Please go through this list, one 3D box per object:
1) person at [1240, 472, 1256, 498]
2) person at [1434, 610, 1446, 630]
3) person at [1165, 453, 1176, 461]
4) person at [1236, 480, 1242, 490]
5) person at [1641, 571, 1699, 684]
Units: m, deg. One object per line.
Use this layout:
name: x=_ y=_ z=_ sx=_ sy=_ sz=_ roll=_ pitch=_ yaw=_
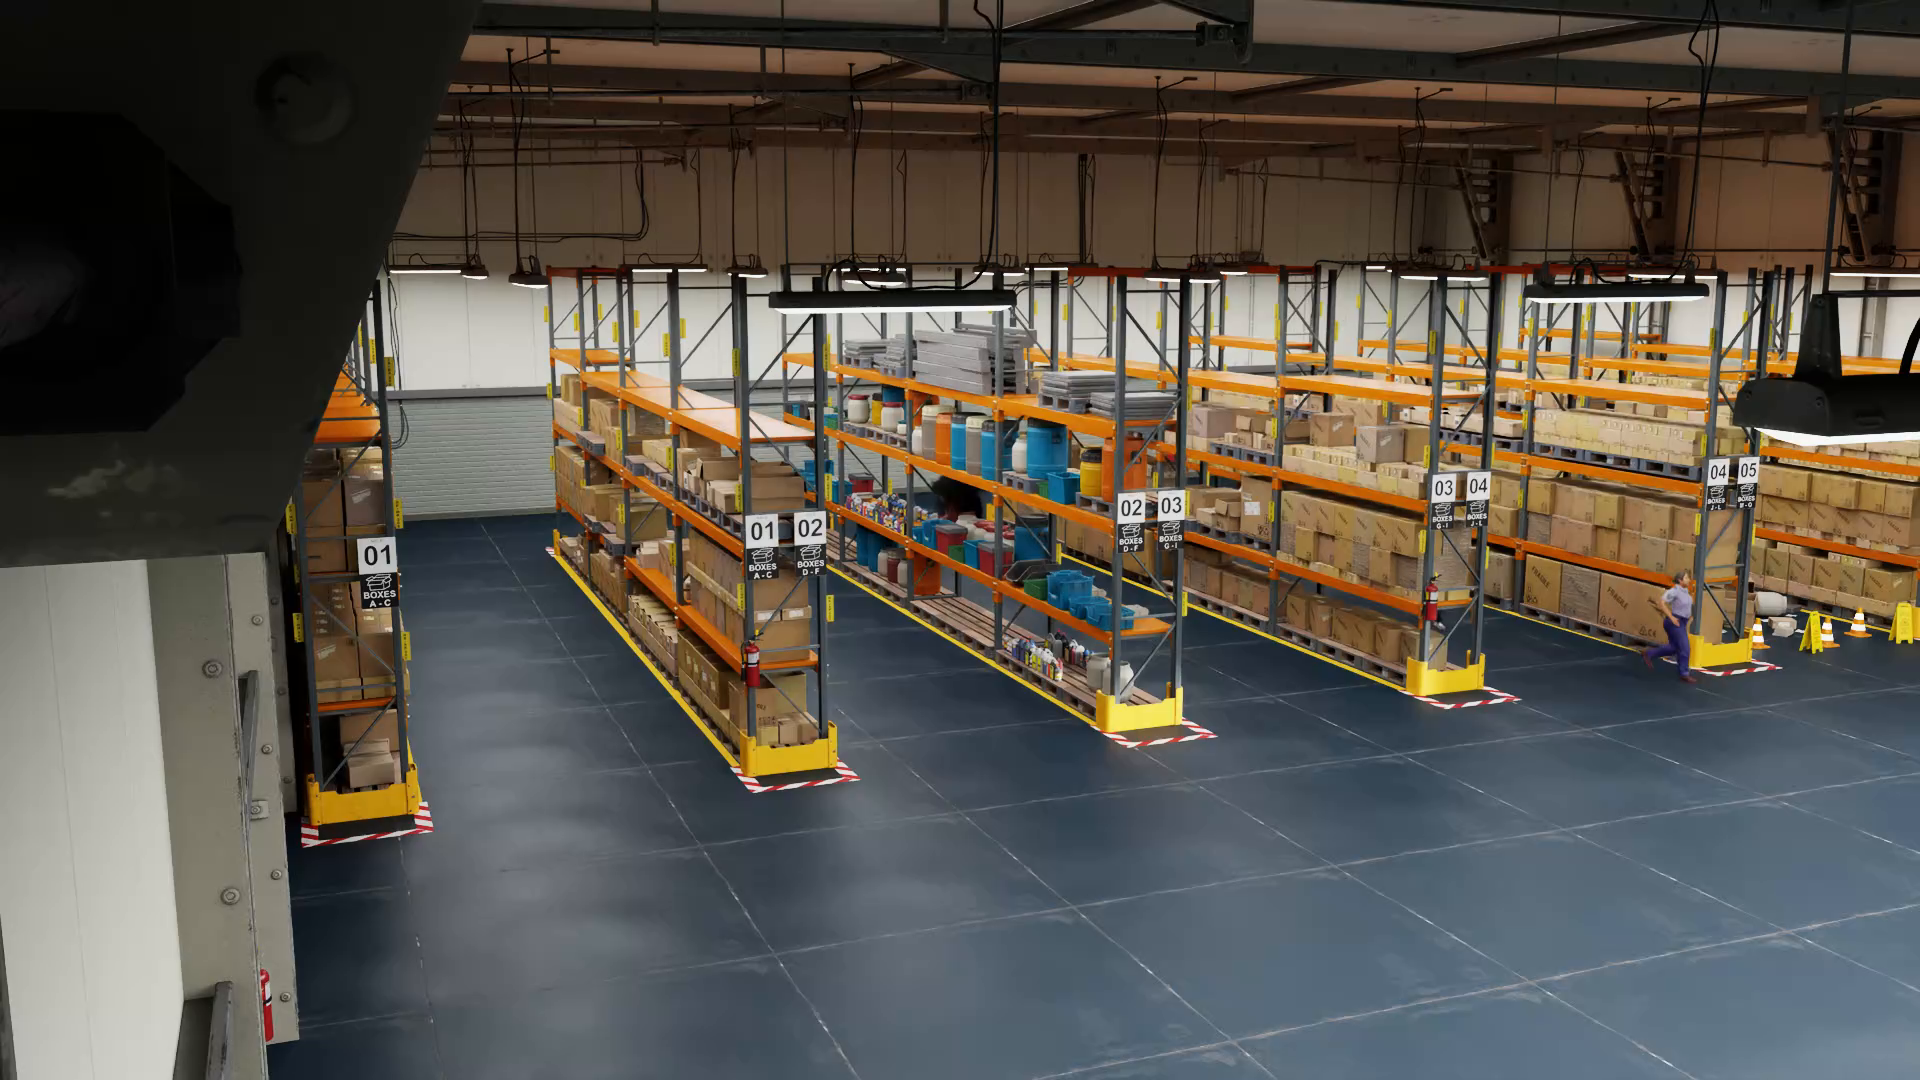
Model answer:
person: x=6.189 y=-0.612 z=35.261 sx=0.635 sy=1.675 sz=0.606 roll=-4 pitch=11 yaw=-23
person: x=8.056 y=0.685 z=28.231 sx=0.540 sy=1.598 sz=0.662 roll=-4 pitch=11 yaw=-23
person: x=5.157 y=-1.643 z=41.052 sx=0.930 sy=1.715 sz=0.702 roll=-8 pitch=13 yaw=-38
person: x=7.002 y=-1.624 z=41.164 sx=0.668 sy=1.754 sz=0.611 roll=-5 pitch=11 yaw=-28
person: x=10.654 y=1.268 z=24.802 sx=0.886 sy=1.637 sz=0.651 roll=8 pitch=13 yaw=38
